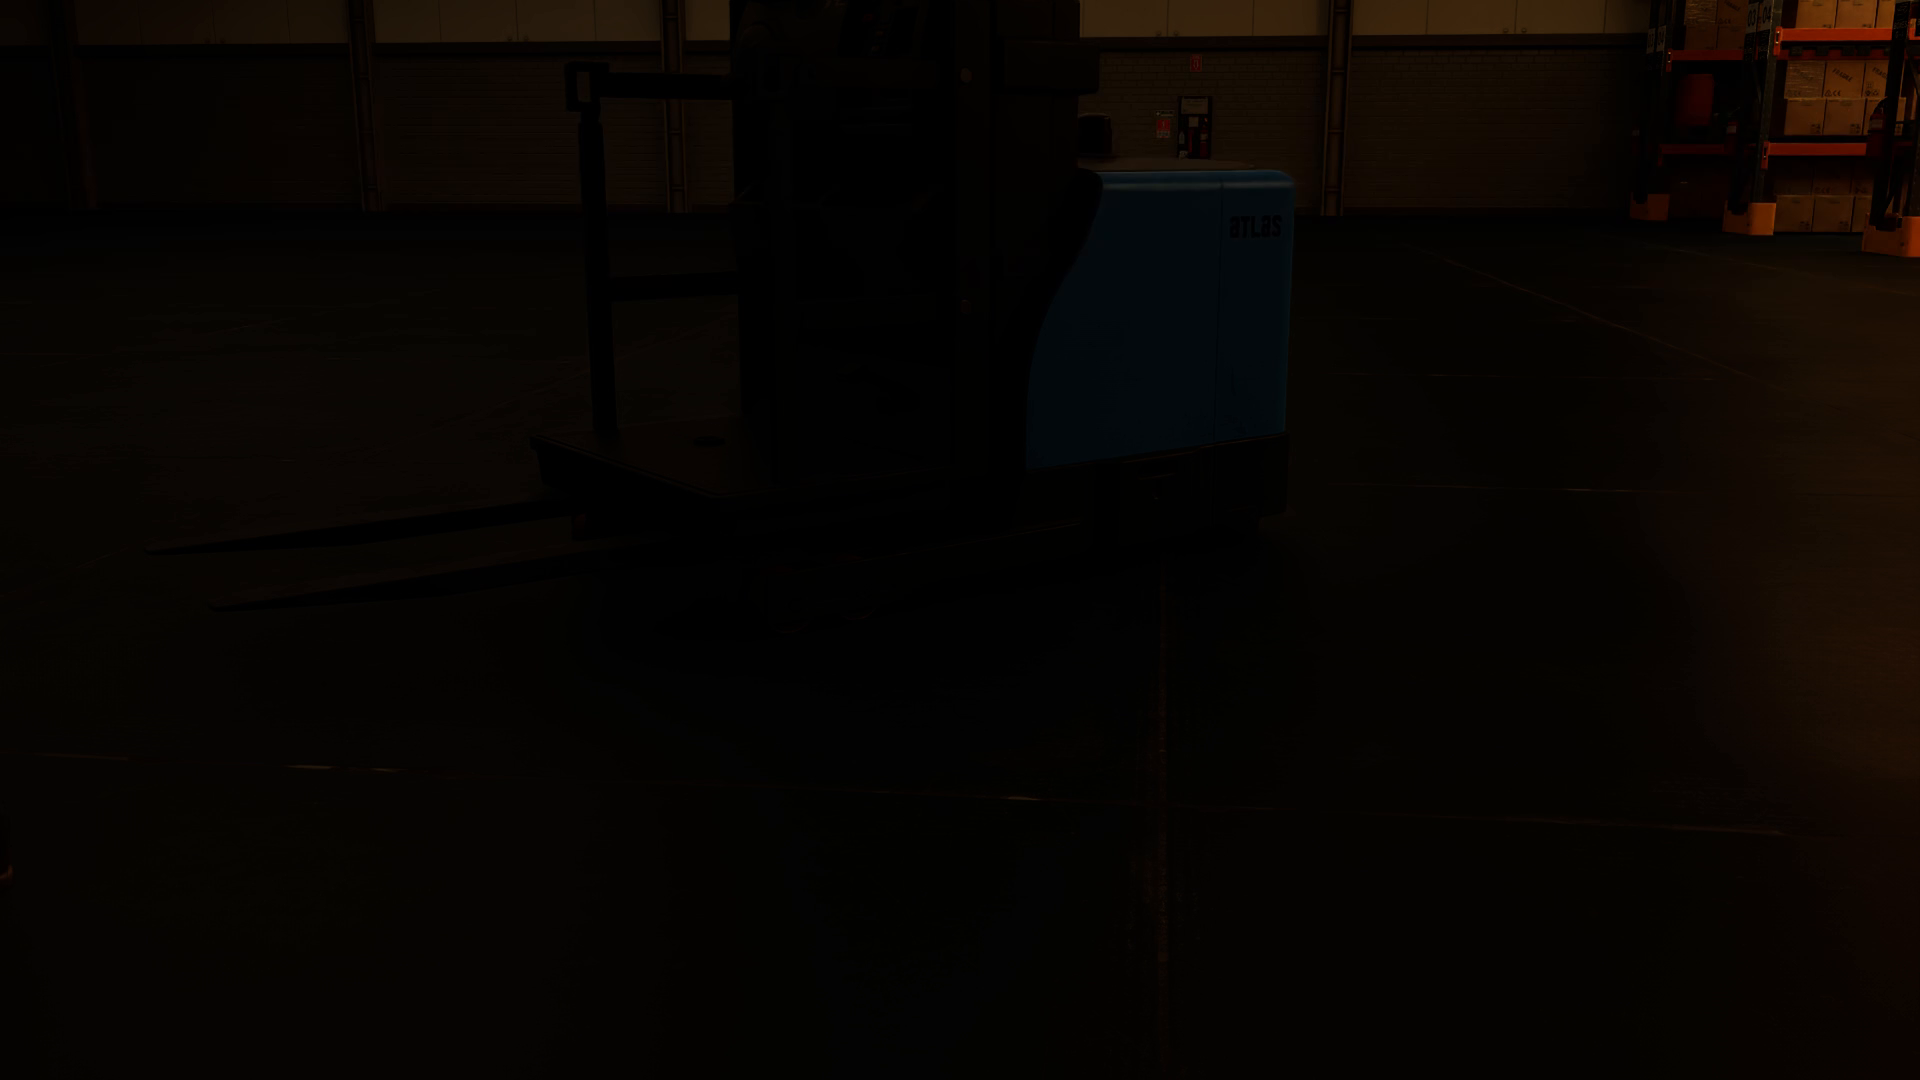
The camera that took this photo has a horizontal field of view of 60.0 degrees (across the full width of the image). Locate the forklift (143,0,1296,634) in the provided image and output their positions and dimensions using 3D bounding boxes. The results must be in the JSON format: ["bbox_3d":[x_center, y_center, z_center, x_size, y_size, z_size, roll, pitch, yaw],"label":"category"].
[{"bbox_3d":[-0.498,-1.337,4.227,3.031,2.935,1.130,-10,16,-36],"label":"forklift"}]

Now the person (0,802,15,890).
[{"bbox_3d":[-1.709,-0.218,2.294,0.573,1.651,0.536,-6,14,-24],"label":"person"}]
